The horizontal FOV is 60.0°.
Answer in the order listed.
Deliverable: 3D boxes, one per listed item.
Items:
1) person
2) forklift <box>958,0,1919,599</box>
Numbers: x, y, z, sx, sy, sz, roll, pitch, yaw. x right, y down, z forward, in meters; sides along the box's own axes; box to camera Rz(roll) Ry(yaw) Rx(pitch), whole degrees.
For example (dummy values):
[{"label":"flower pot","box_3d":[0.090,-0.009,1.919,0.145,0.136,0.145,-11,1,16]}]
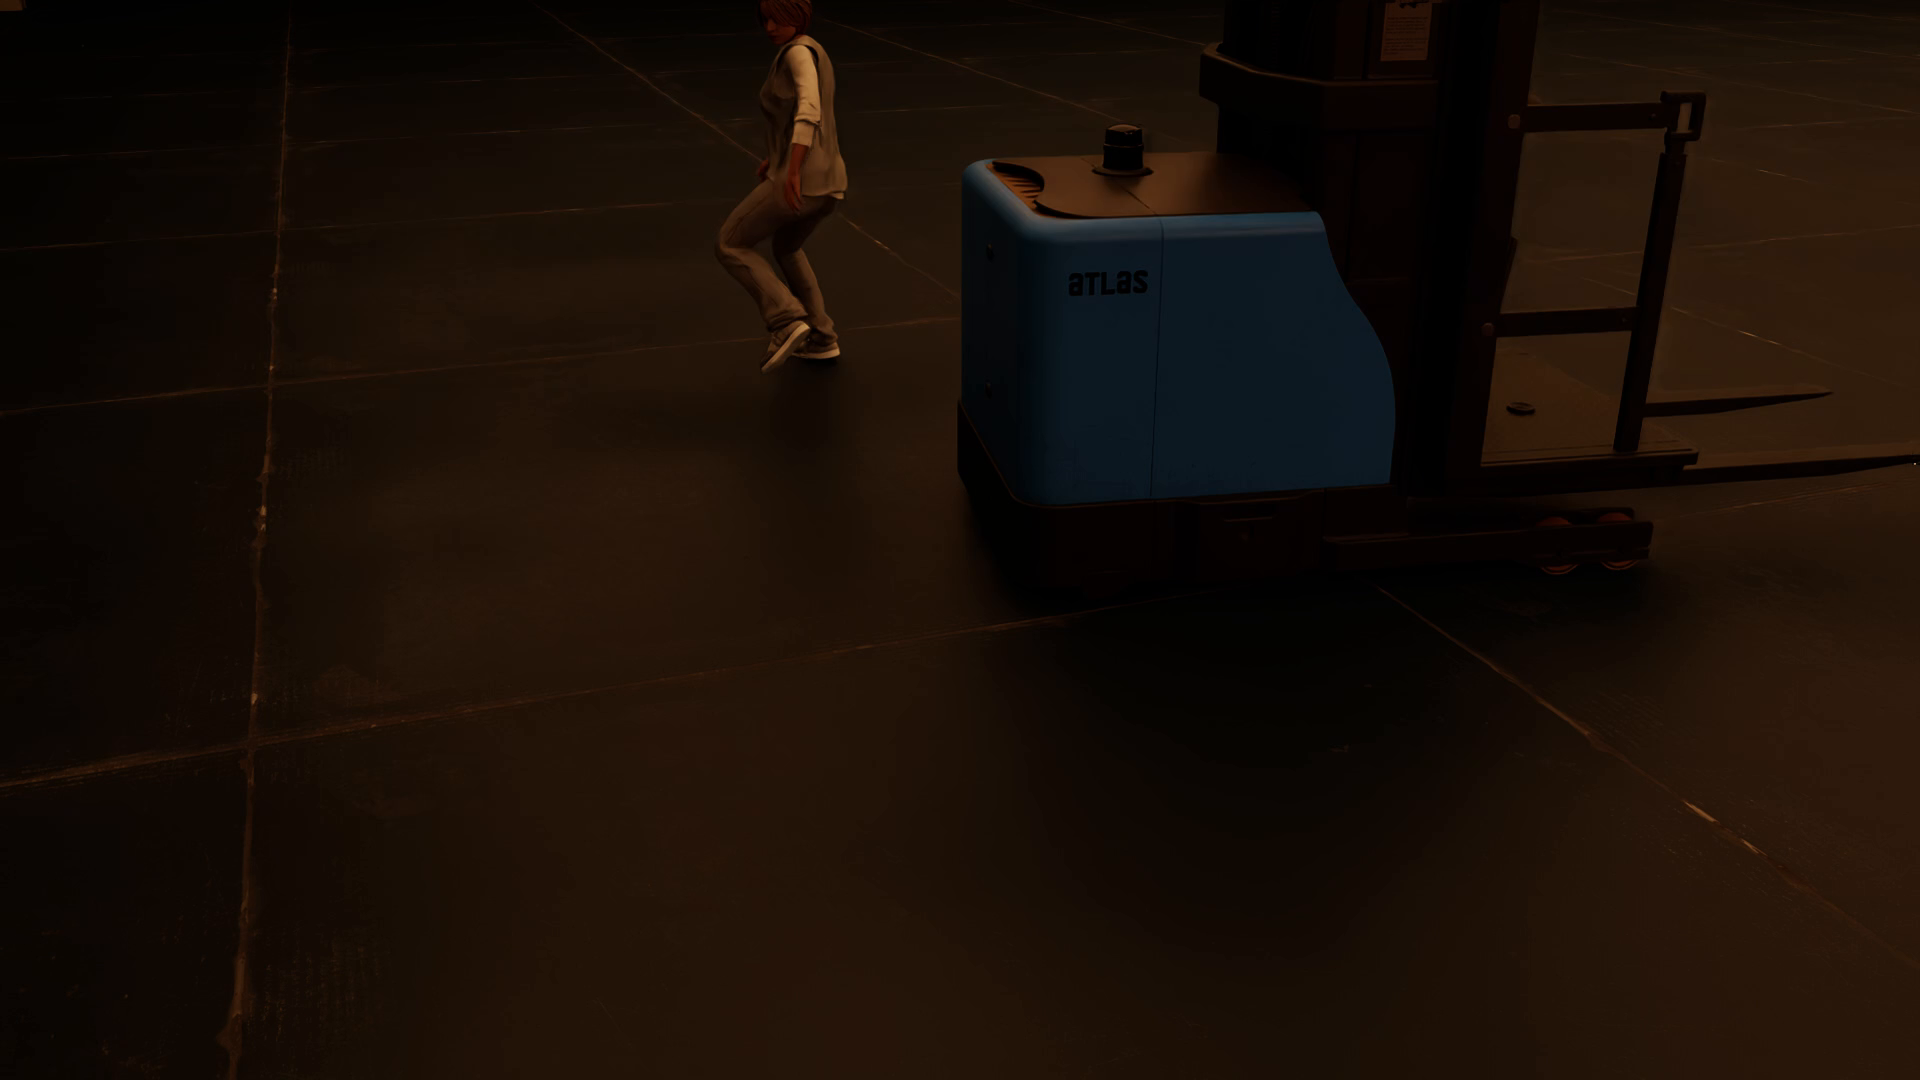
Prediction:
[{"label":"person","box_3d":[-0.674,-1.389,6.473,0.529,1.504,0.695,9,25,21]},{"label":"forklift","box_3d":[1.559,-1.447,4.739,3.031,2.935,1.130,-4,23,-9]}]
